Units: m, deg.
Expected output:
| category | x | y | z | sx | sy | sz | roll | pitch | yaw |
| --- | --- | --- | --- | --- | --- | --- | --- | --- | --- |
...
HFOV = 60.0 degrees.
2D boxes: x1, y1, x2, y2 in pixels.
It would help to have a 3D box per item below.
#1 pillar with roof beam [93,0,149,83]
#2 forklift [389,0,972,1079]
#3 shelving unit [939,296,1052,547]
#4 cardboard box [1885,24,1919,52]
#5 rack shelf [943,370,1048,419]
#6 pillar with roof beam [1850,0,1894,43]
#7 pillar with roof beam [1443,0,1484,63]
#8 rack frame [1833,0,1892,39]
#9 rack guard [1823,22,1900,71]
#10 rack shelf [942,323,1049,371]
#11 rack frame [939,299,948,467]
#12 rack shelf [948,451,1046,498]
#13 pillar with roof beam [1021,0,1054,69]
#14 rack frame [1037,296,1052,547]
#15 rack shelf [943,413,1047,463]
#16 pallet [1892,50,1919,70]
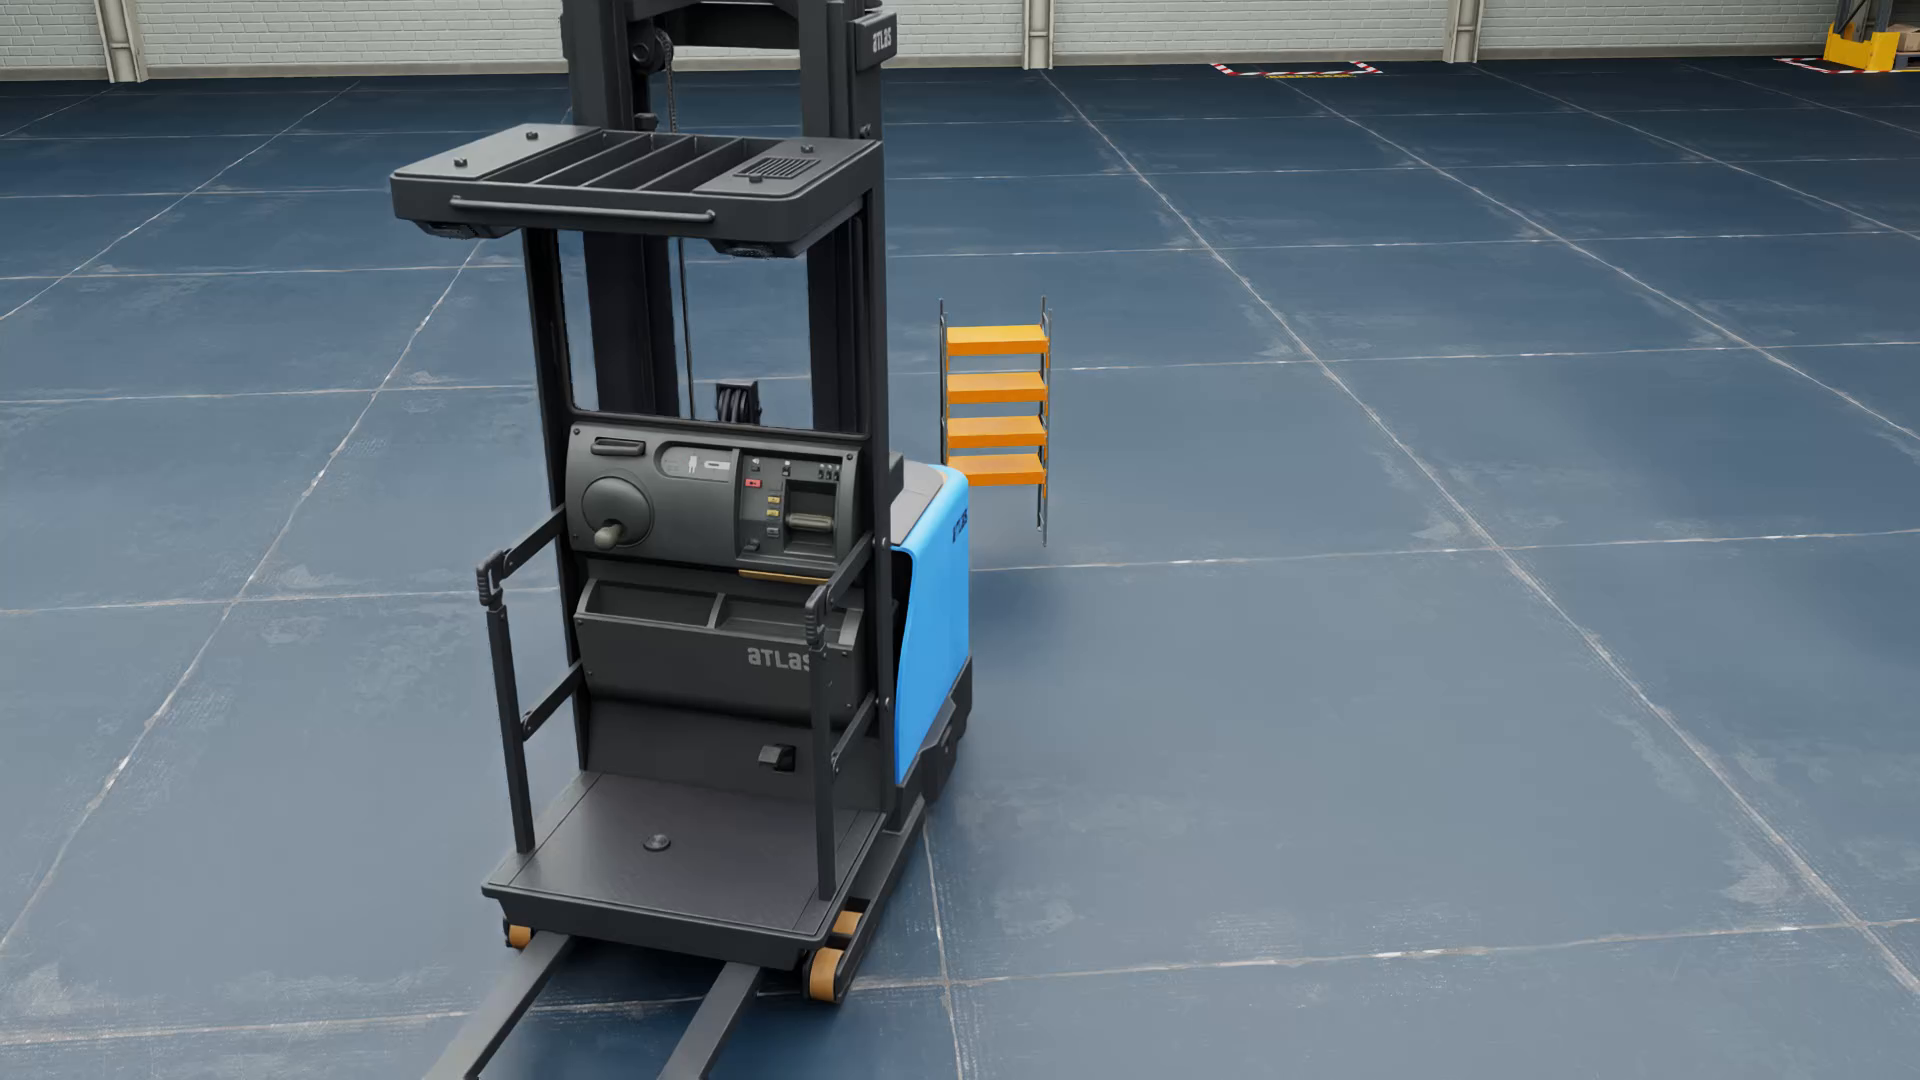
| category | x | y | z | sx | sy | sz | roll | pitch | yaw |
| --- | --- | --- | --- | --- | --- | --- | --- | --- | --- |
| pillar with roof beam | -10.461 | -8.394 | 16.056 | 0.400 | 9.000 | 9.100 | -2 | 24 | -5 |
| forklift | -0.811 | -0.101 | 4.868 | 1.130 | 2.935 | 3.031 | 6 | 25 | 13 |
| shelving unit | 0.165 | -0.555 | 8.021 | 0.503 | 1.200 | 0.258 | -2 | 24 | -5 |
| cardboard box | 13.086 | -6.937 | 22.932 | 0.500 | 0.311 | 0.500 | -5 | 24 | -11 |
| rack shelf | 0.165 | -0.698 | 7.958 | 0.480 | 0.148 | 0.258 | -2 | 24 | -5 |
| pillar with roof beam | 13.423 | -9.352 | 18.211 | 0.400 | 9.000 | 9.100 | -2 | 24 | -5 |
| pillar with roof beam | 7.452 | -9.112 | 17.672 | 0.400 | 9.000 | 9.100 | -2 | 24 | -5 |
| rack frame | 12.388 | -7.973 | 22.495 | 0.127 | 3.000 | 1.000 | -2 | 24 | -5 |
| rack guard | 12.464 | -6.834 | 23.010 | 0.348 | 0.500 | 1.175 | -2 | 24 | -5 |
| rack shelf | 0.165 | -0.914 | 7.862 | 0.480 | 0.148 | 0.258 | -2 | 24 | -5 |
| rack frame | -0.078 | -0.545 | 7.999 | 0.015 | 1.200 | 0.240 | -2 | 24 | -5 |
| rack shelf | 0.165 | -0.312 | 8.129 | 0.480 | 0.148 | 0.258 | -2 | 24 | -5 |
| pillar with roof beam | 1.481 | -8.873 | 17.133 | 0.400 | 9.000 | 9.100 | -2 | 24 | -5 |
| rack frame | 0.408 | -0.565 | 8.043 | 0.015 | 1.200 | 0.240 | -2 | 24 | -5 |
| rack shelf | 0.165 | -0.493 | 8.048 | 0.480 | 0.148 | 0.258 | -2 | 24 | -5 |
| pallet | 13.276 | -6.720 | 23.109 | 1.213 | 0.211 | 1.003 | -2 | 24 | -5 |
